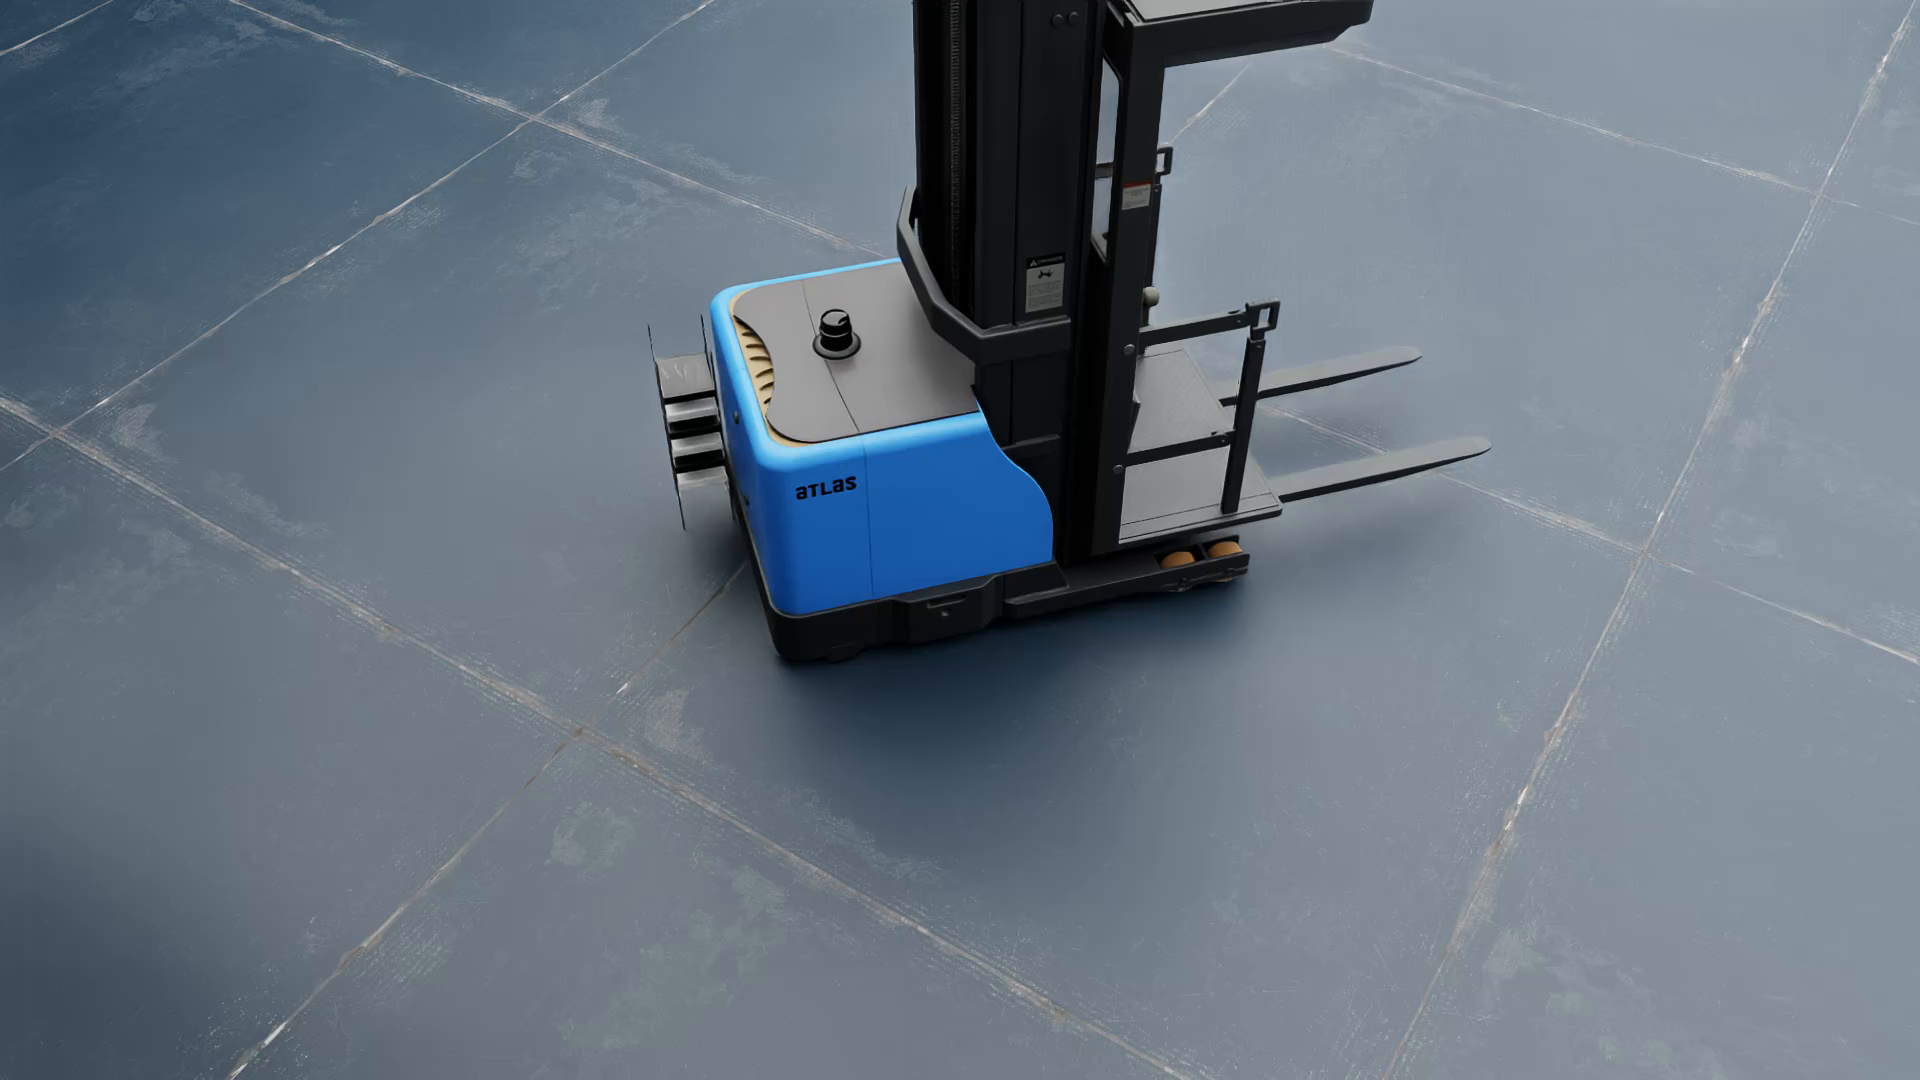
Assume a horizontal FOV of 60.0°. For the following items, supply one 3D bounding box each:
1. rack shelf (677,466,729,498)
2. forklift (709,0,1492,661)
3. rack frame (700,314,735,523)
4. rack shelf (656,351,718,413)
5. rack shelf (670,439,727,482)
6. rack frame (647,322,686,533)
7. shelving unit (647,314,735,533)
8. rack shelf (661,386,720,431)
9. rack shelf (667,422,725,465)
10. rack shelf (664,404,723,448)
[{"bbox_3d":[-1.053,-0.297,6.709,0.200,0.077,0.258,-11,47,-10],"label":"rack shelf"},{"bbox_3d":[0.635,-1.169,5.843,3.031,2.935,1.130,-12,47,-11],"label":"forklift"},{"bbox_3d":[-0.955,-0.465,6.574,0.006,0.900,0.240,-11,47,-10],"label":"rack frame"},{"bbox_3d":[-1.053,-0.611,6.386,0.200,0.077,0.258,-11,47,-10],"label":"rack shelf"},{"bbox_3d":[-1.053,-0.360,6.645,0.200,0.077,0.258,-11,47,-10],"label":"rack shelf"},{"bbox_3d":[-1.152,-0.427,6.538,0.006,0.900,0.240,-11,47,-10],"label":"rack frame"},{"bbox_3d":[-1.053,-0.446,6.556,0.210,0.900,0.258,-11,47,-10],"label":"shelving unit"},{"bbox_3d":[-1.053,-0.548,6.451,0.200,0.077,0.258,-11,47,-10],"label":"rack shelf"},{"bbox_3d":[-1.053,-0.423,6.580,0.200,0.077,0.258,-11,47,-10],"label":"rack shelf"},{"bbox_3d":[-1.053,-0.486,6.515,0.200,0.077,0.258,-11,47,-10],"label":"rack shelf"}]
